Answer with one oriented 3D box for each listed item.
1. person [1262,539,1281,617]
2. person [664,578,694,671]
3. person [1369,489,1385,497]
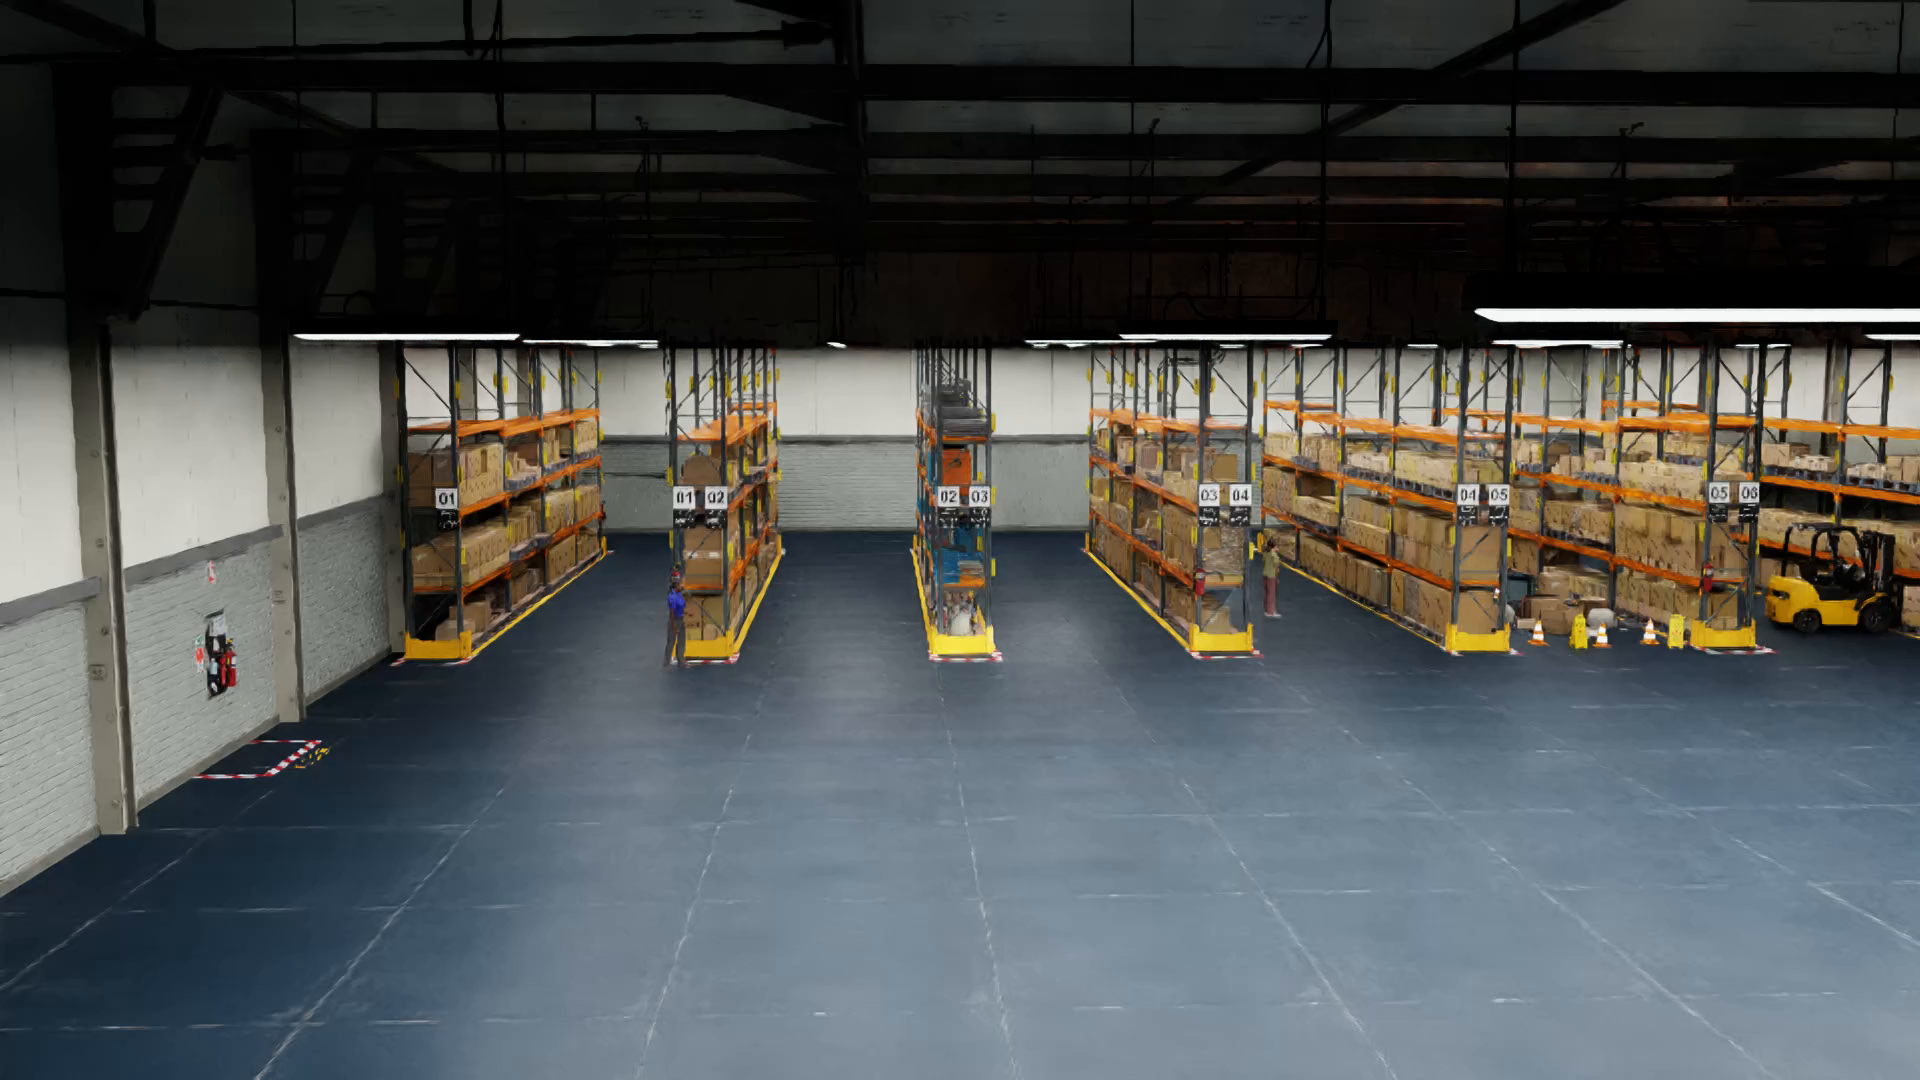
[{"bbox_3d":[6.747,0.836,35.866,0.454,1.617,0.539,-4,7,-29],"label":"person"},{"bbox_3d":[-5.095,1.505,29.845,0.418,1.662,0.568,2,7,17],"label":"person"},{"bbox_3d":[13.139,-1.094,52.313,0.583,1.775,0.579,4,8,33],"label":"person"}]
